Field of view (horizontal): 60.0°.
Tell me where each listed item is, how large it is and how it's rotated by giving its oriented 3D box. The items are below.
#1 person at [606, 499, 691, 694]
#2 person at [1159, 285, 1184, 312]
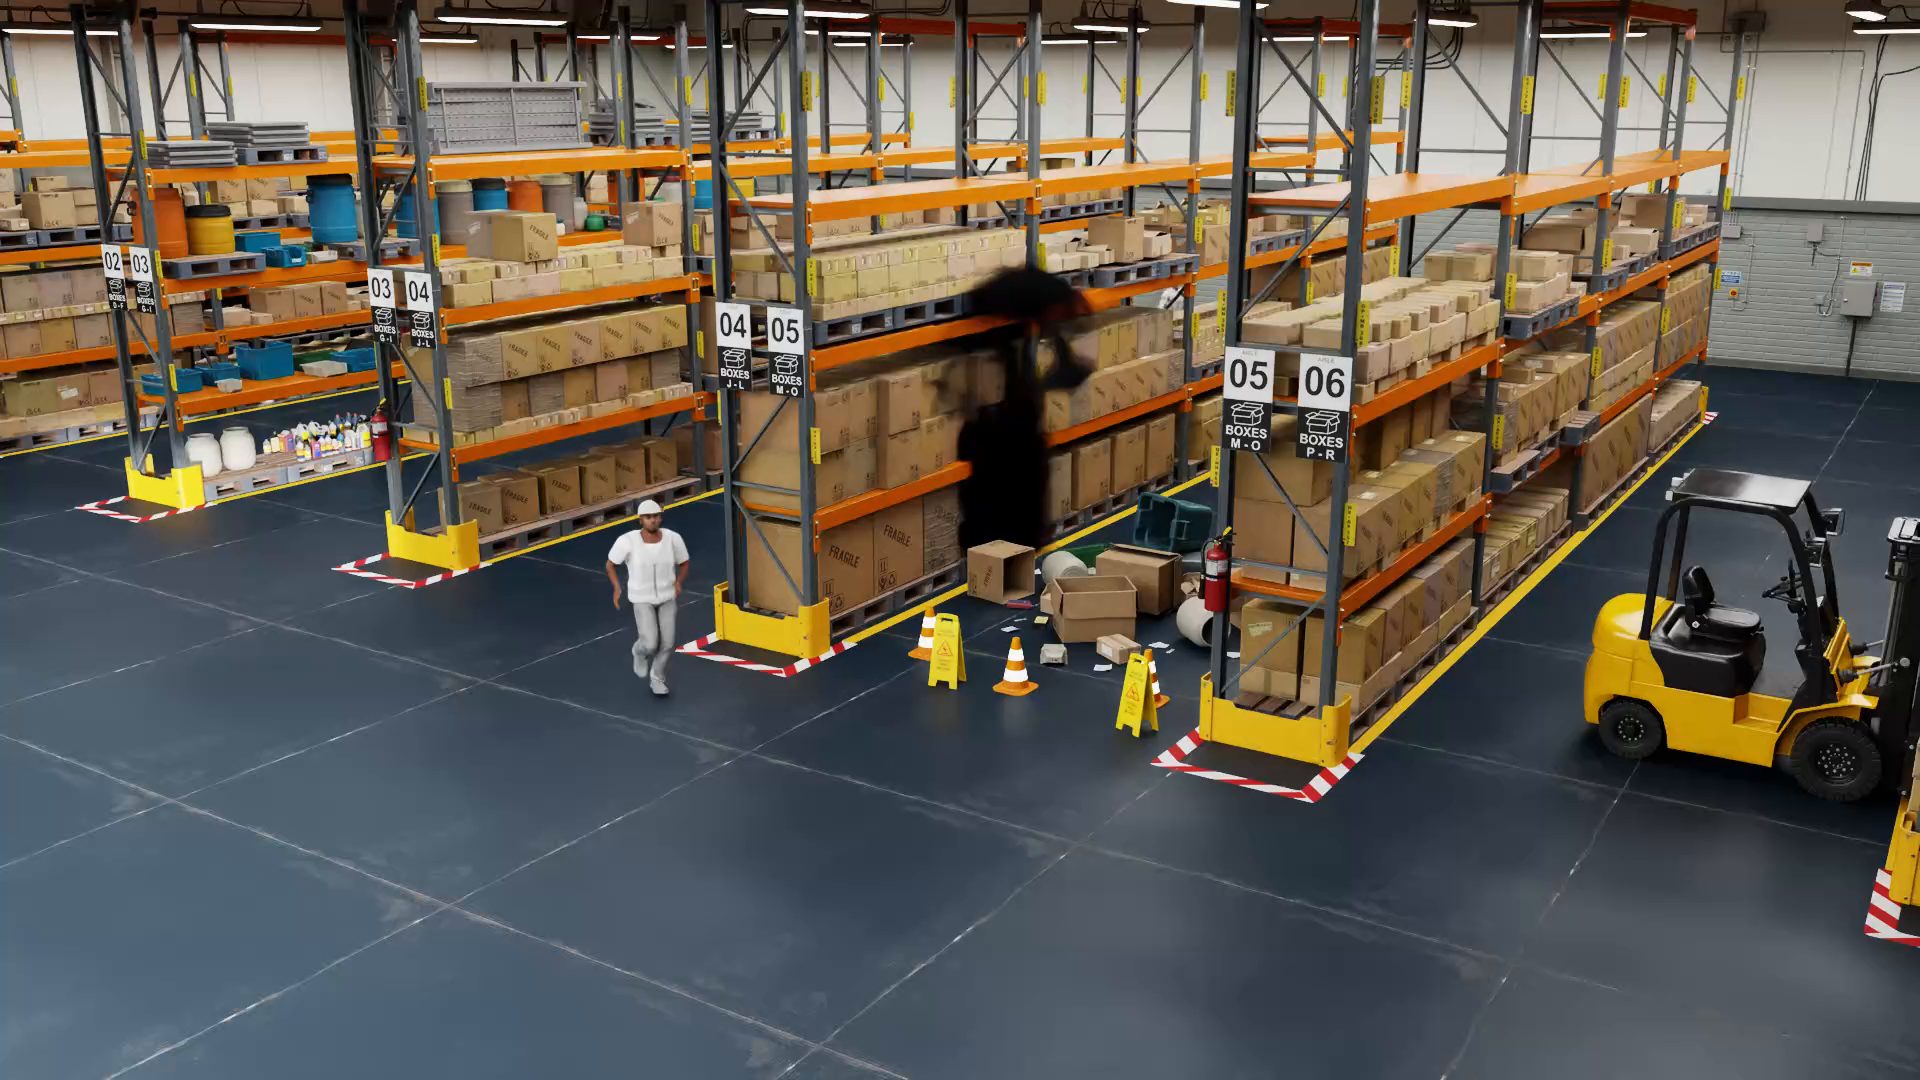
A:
[{"bbox_3d":[-2.624,0.498,14.233,0.703,1.718,0.582,-6,17,-22],"label":"person"},{"bbox_3d":[4.044,-4.124,30.996,0.647,1.661,0.474,-3,16,-12],"label":"person"}]
